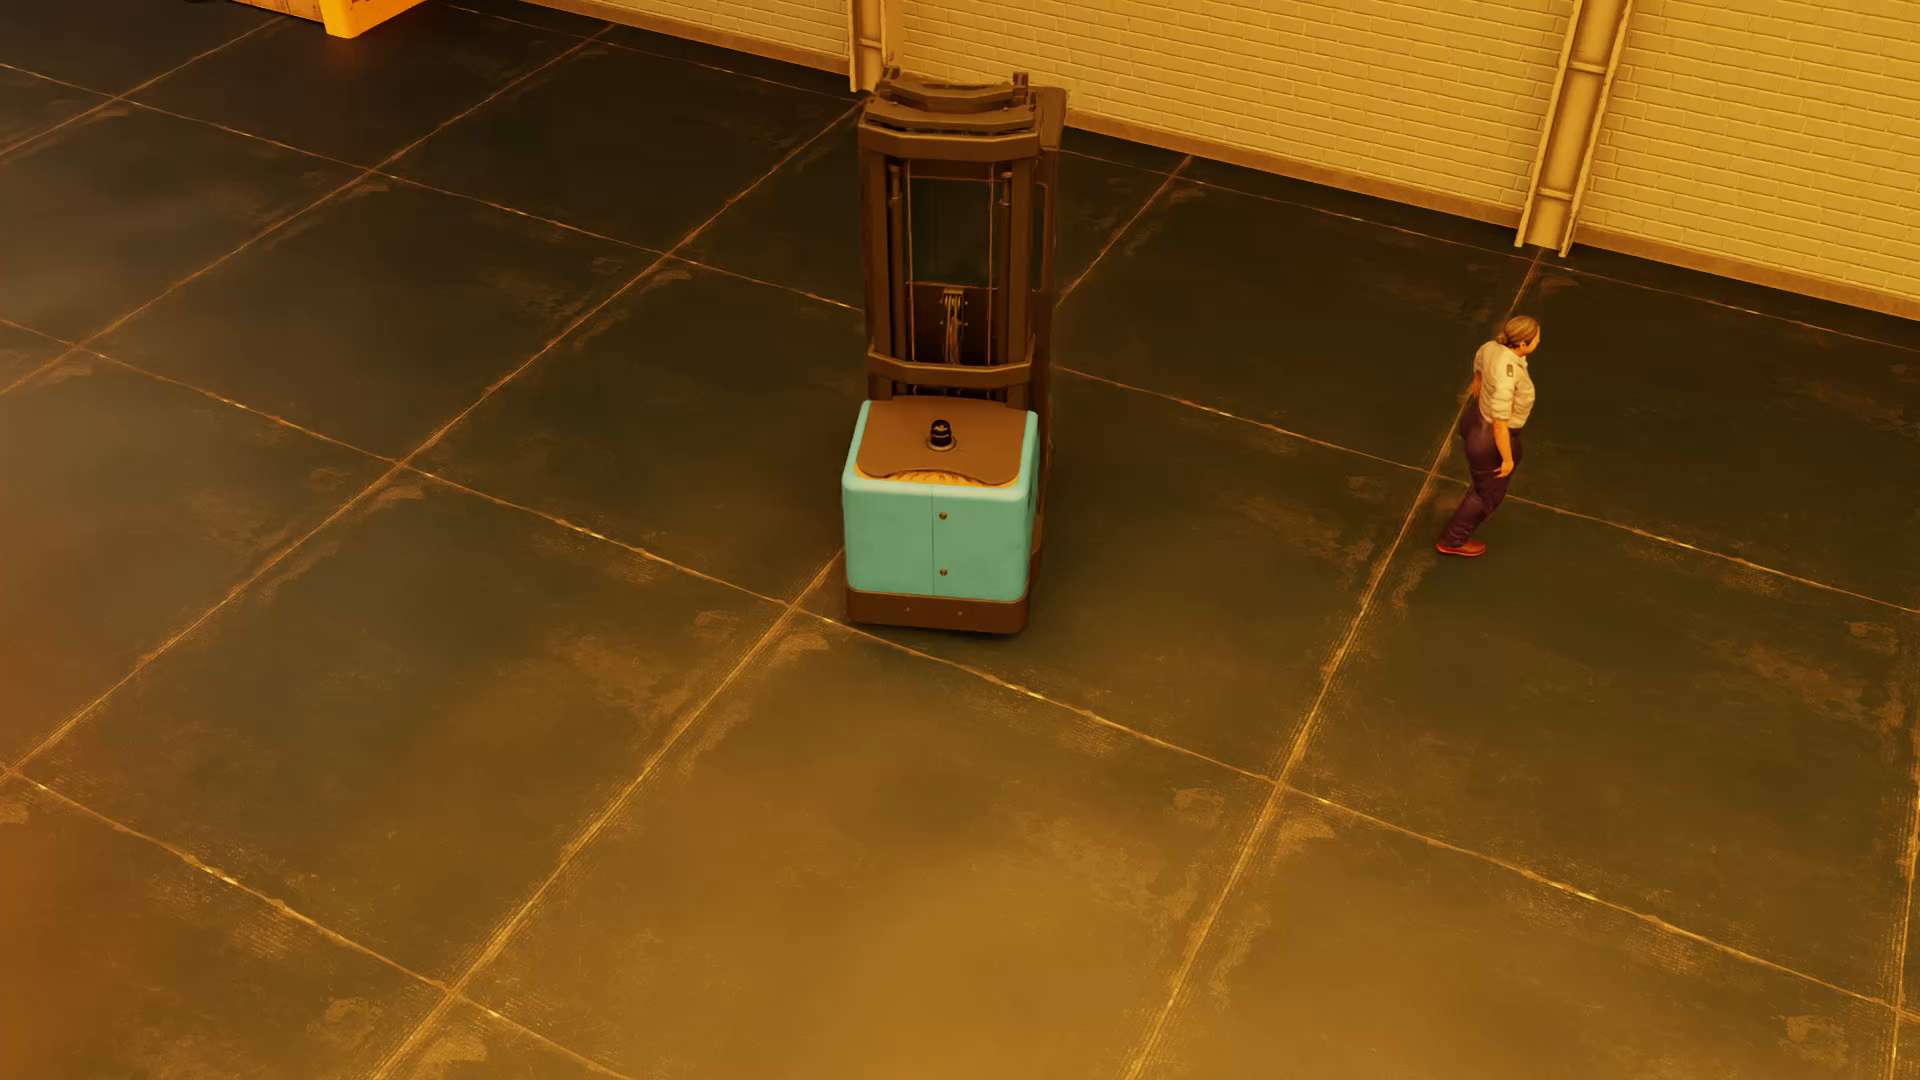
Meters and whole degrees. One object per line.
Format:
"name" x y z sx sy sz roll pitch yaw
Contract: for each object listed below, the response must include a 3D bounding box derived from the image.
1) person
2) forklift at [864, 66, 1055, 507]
"person" 3.156 -0.596 9.746 0.478 1.678 0.578 1 40 1
"forklift" 0.021 -1.528 9.800 1.121 2.935 3.031 4 40 5
